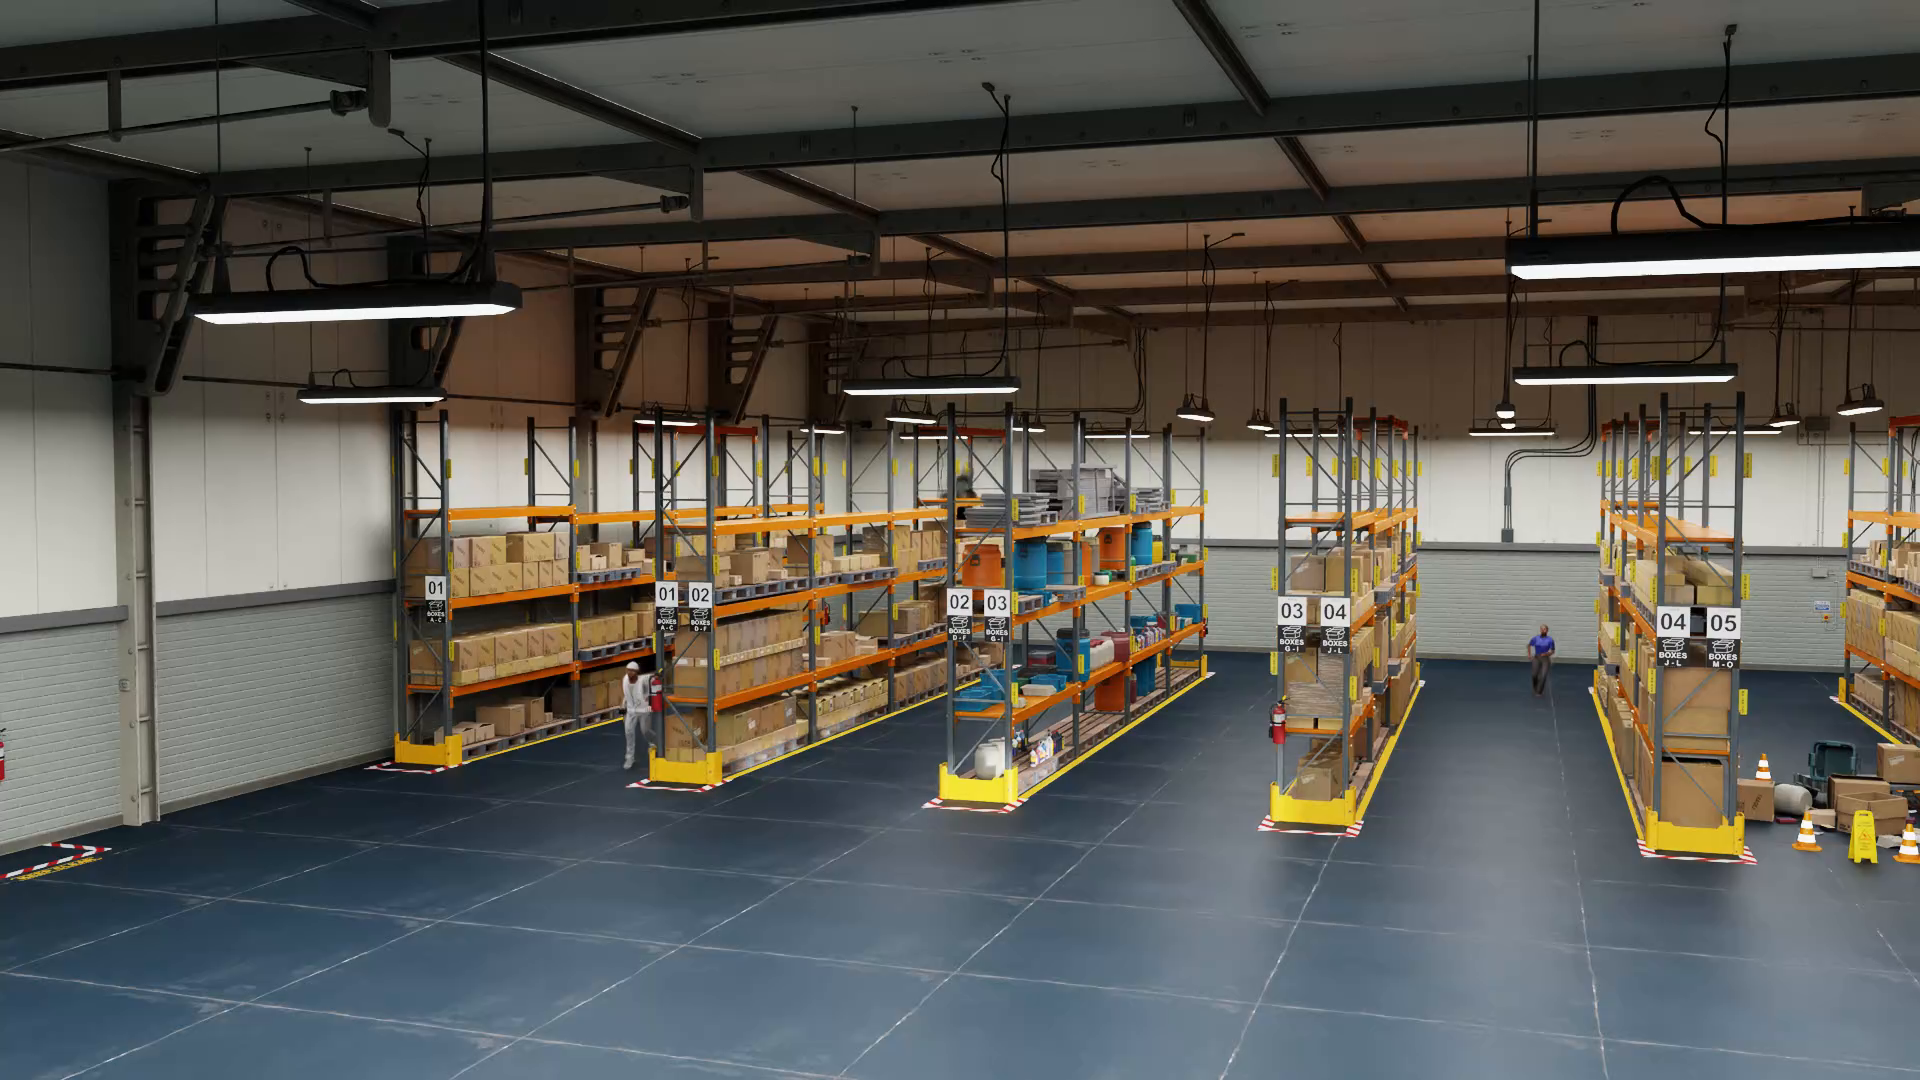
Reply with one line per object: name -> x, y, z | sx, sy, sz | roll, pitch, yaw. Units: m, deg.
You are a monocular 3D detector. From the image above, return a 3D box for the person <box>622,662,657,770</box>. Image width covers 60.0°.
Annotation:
person -> -5.421, 2.913, 28.126 | 0.685, 1.761, 1.157 | 1, 3, 12

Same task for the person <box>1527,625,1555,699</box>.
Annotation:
person -> 12.644, 2.657, 36.200 | 0.582, 1.597, 0.515 | 1, 3, 21

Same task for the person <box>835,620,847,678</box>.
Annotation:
person -> -2.554, 2.597, 36.634 | 0.636, 1.724, 0.826 | 1, 3, 17
